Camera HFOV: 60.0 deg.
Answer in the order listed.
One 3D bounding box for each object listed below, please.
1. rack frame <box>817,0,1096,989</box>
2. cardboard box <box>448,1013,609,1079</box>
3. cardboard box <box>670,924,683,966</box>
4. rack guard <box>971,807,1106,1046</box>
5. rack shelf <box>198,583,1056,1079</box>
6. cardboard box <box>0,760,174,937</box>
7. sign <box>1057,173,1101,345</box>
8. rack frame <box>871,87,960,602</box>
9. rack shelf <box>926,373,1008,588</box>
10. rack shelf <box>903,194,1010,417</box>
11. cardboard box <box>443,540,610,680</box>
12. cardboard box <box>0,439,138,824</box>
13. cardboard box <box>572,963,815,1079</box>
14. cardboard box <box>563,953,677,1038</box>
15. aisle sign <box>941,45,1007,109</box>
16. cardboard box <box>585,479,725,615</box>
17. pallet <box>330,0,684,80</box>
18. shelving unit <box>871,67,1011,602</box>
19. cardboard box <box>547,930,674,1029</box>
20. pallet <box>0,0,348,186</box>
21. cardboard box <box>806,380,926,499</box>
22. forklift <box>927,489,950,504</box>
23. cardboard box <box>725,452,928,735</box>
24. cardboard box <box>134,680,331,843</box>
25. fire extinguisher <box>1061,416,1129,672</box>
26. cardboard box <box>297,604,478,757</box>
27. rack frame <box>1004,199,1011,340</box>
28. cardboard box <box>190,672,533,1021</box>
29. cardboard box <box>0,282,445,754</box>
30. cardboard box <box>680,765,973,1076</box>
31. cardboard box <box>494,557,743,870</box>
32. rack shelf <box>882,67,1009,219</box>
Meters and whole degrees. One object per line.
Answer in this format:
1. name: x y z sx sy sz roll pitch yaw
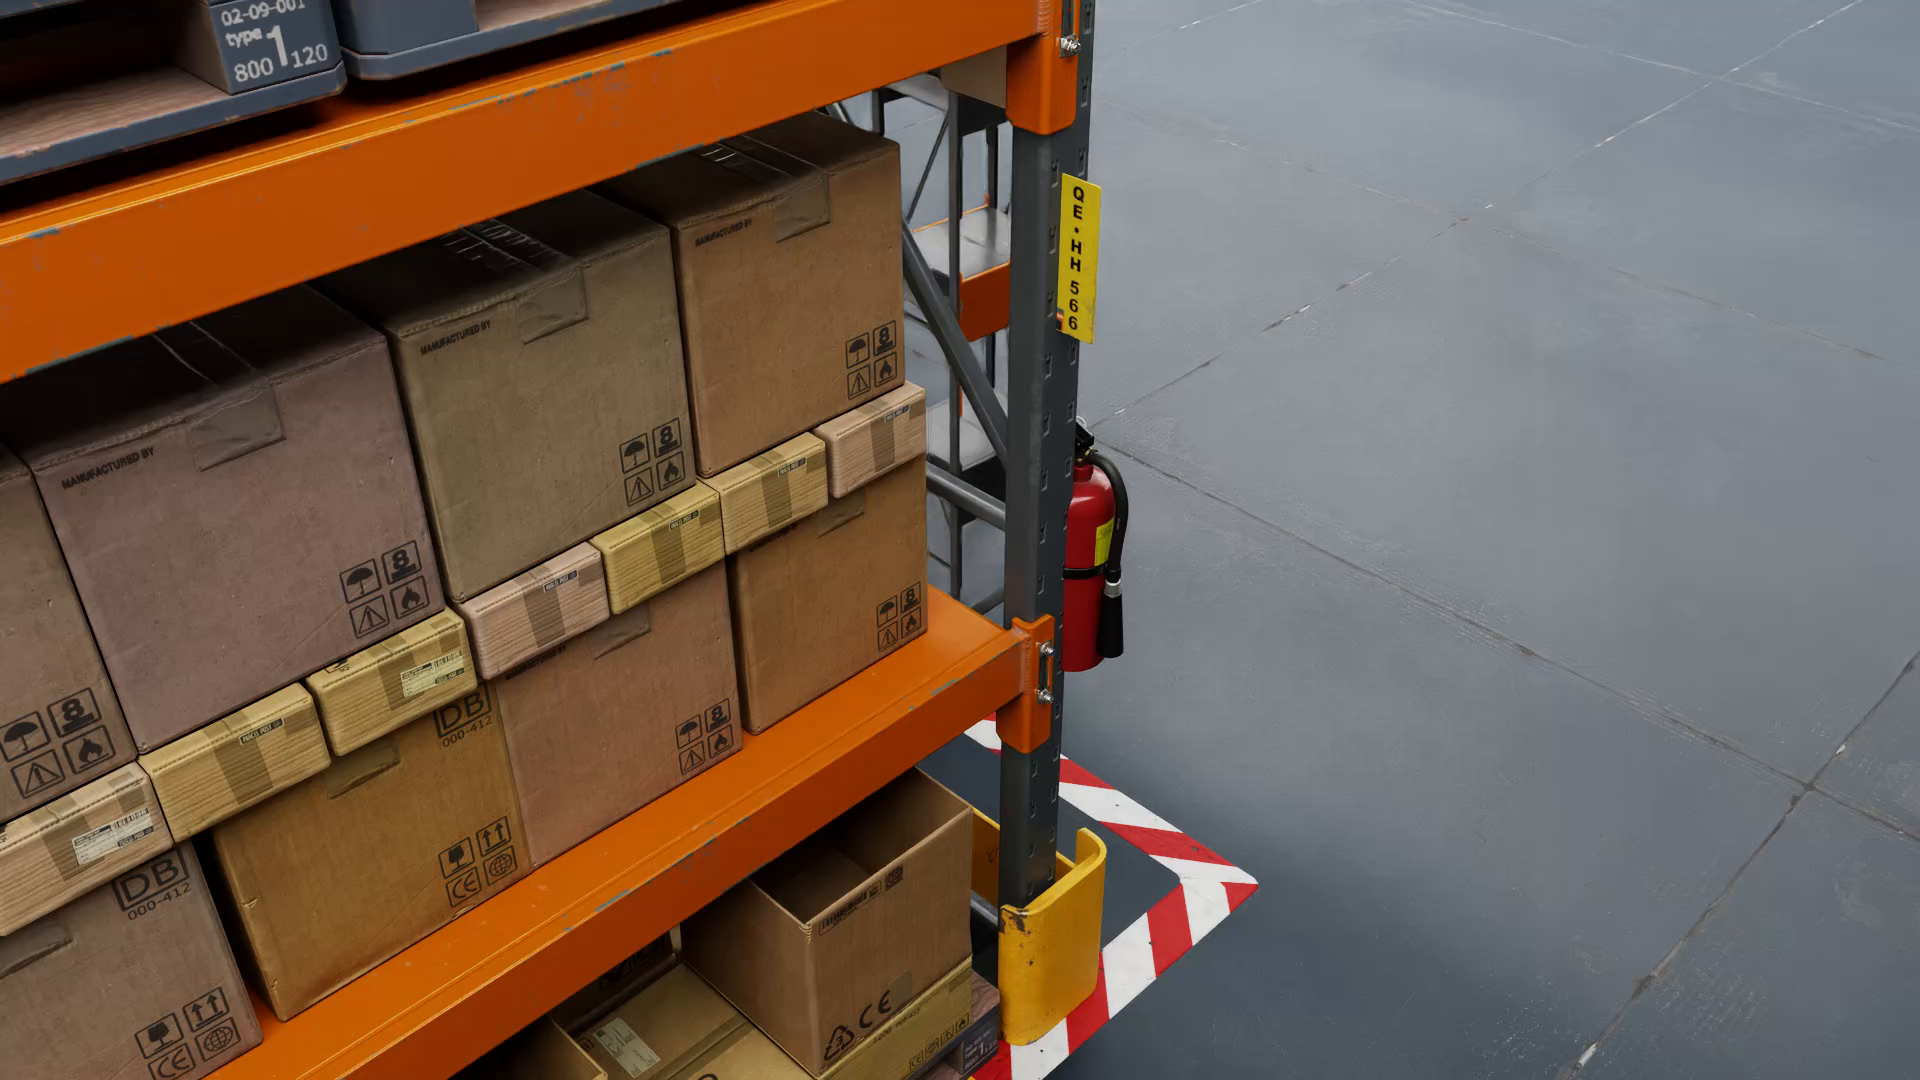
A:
1. rack frame: -0.152 -0.186 3.895 1.000 3.000 0.127 30 45 35
2. cardboard box: -1.013 1.211 3.272 0.500 0.500 0.500 30 45 35
3. cardboard box: -0.688 0.898 4.377 0.500 0.250 0.500 30 45 35
4. rack guard: -0.136 0.829 4.624 1.175 0.500 0.348 30 45 35
5. rack shelf: -1.562 0.921 2.936 1.077 0.370 4.000 30 45 35
6. cardboard box: -1.378 0.369 2.444 0.380 0.149 0.250 29 44 35
7. sign: 0.223 -0.534 3.174 0.100 0.325 0.005 30 45 35
8. rack frame: -0.137 -0.713 5.437 0.015 2.100 0.400 -27 43 -33
9. rack shelf: 0.047 -0.220 5.977 0.480 0.518 0.431 -27 43 -33
10. rack shelf: 0.047 -0.794 5.576 0.480 0.518 0.431 -27 43 -33
11. cardboard box: -0.829 0.051 2.901 0.250 0.149 0.380 -29 44 -35
12. cardboard box: -1.602 0.071 2.305 0.700 0.500 0.500 30 45 35
13. cardboard box: -0.664 1.314 3.780 0.500 0.250 0.500 30 45 35
14. cardboard box: -1.038 1.102 4.084 0.500 0.250 0.500 30 45 35
15. aisle sign: 0.102 -1.161 3.019 0.394 0.787 0.004 30 45 35
16. cardboard box: -0.650 -0.051 3.046 0.380 0.149 0.250 29 44 35
17. pallet: -0.669 -1.104 2.665 1.003 0.211 1.213 30 45 35
18. shelving unit: 0.045 -0.804 5.567 0.499 2.100 0.431 -27 43 -33
19. cardboard box: -1.039 0.794 3.871 0.500 0.500 0.500 30 45 35
20. pallet: -1.529 -0.606 1.952 1.003 0.211 1.213 30 45 35
21. cardboard box: -0.286 -0.261 3.348 0.380 0.149 0.250 29 44 35
22. forklift: -1.557 -1.145 5.329 3.643 2.935 1.319 -9 36 -12
23. cardboard box: -0.490 -0.043 3.602 0.700 0.500 0.500 30 45 35
24. cardboard box: -1.198 0.265 2.593 0.250 0.149 0.380 -29 44 -34
25. fire extinguisher: 0.260 -0.015 3.717 0.296 0.674 0.183 30 45 35
26. cardboard box: -1.013 0.157 2.748 0.250 0.149 0.380 -28 44 -34
27. rack frame: 0.230 -0.897 5.701 0.006 1.831 0.380 -27 43 -33
28. cardboard box: -1.211 0.372 3.008 0.500 0.500 0.700 -30 45 -35
29. cardboard box: -1.249 -0.133 2.597 0.500 0.500 0.700 -30 45 -35
30. cardboard box: -0.319 0.800 3.862 0.500 0.500 0.500 30 45 35
31. cardboard box: -2.347 1.459 2.183 4.930 1.340 1.023 -29 44 -35
32. rack shelf: 0.047 -1.368 5.176 0.480 0.518 0.431 -27 43 -33
